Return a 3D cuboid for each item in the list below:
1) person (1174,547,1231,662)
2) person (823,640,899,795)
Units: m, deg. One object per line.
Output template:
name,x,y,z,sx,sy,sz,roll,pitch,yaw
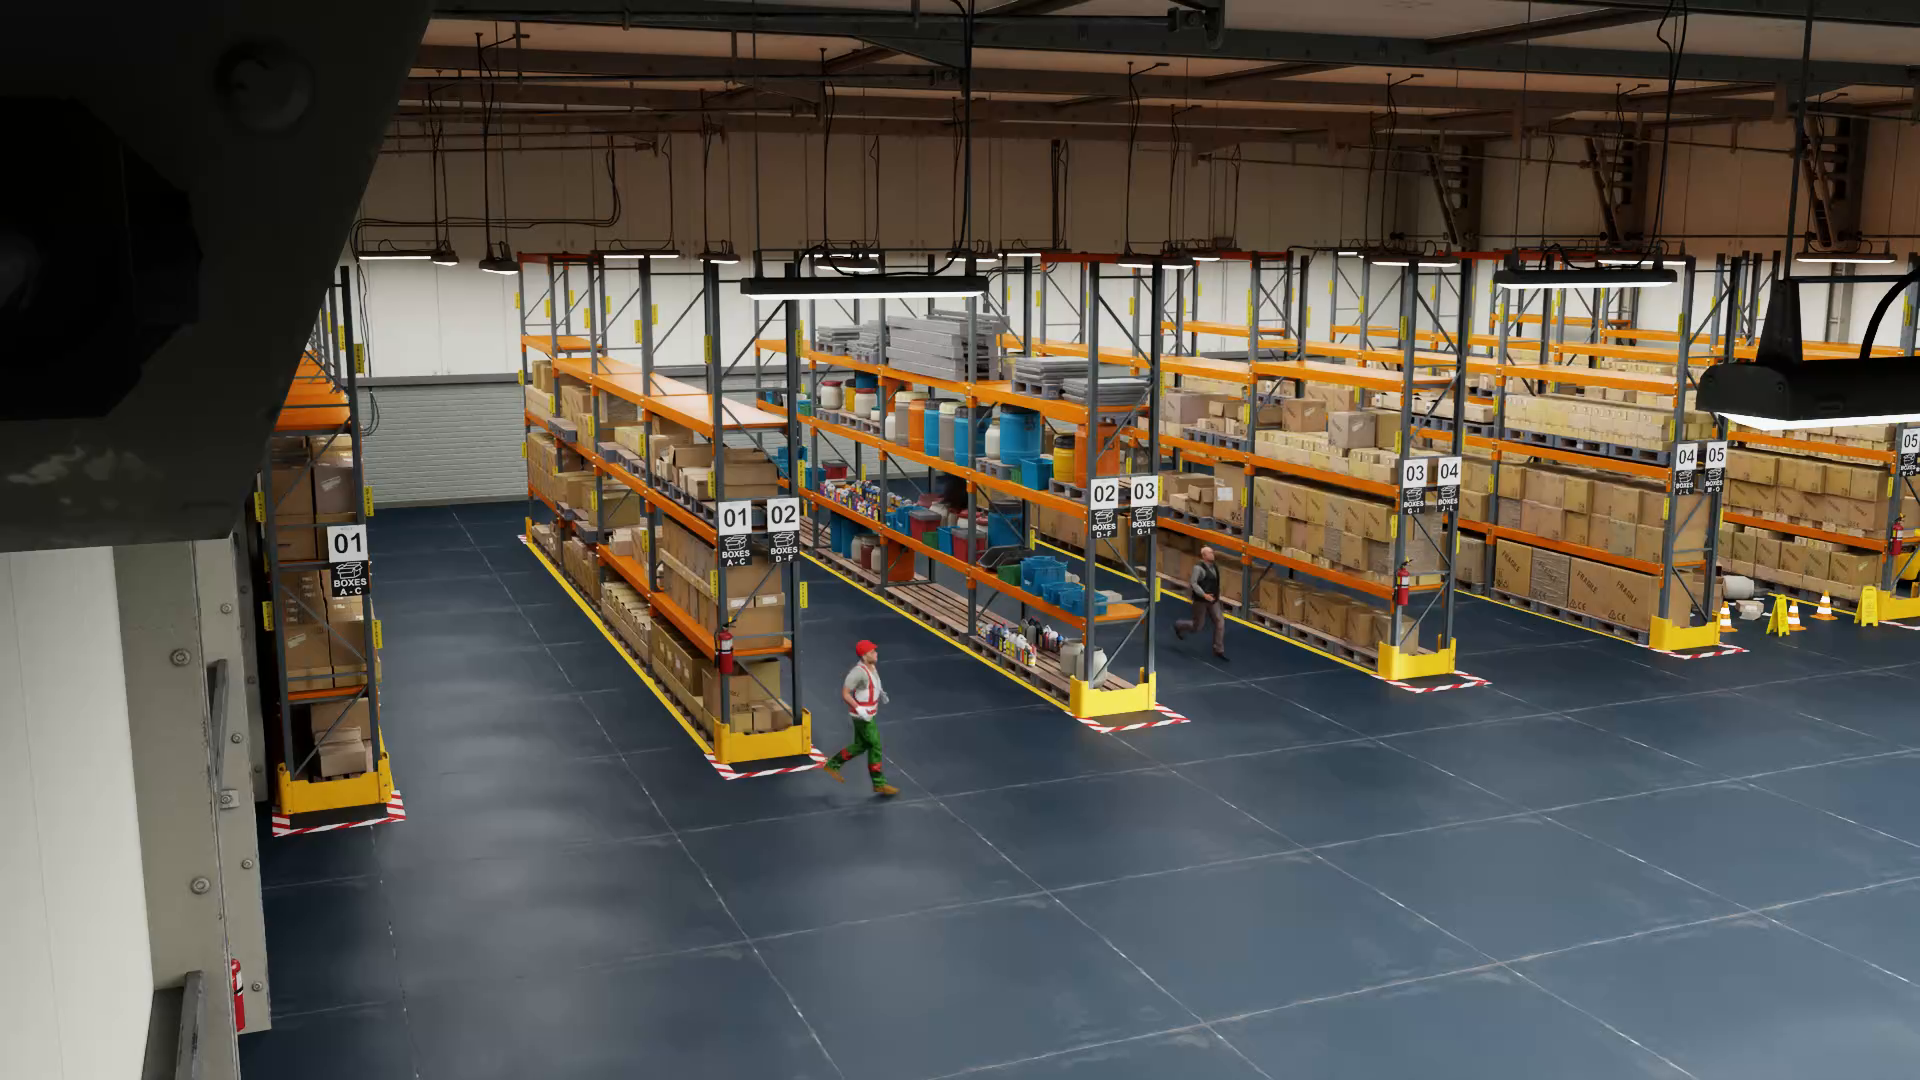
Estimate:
person,3.707,0.947,25.282,0.638,1.711,1.046,-8,13,-37
person,-1.137,2.004,19.024,0.906,1.786,0.652,1,10,8
